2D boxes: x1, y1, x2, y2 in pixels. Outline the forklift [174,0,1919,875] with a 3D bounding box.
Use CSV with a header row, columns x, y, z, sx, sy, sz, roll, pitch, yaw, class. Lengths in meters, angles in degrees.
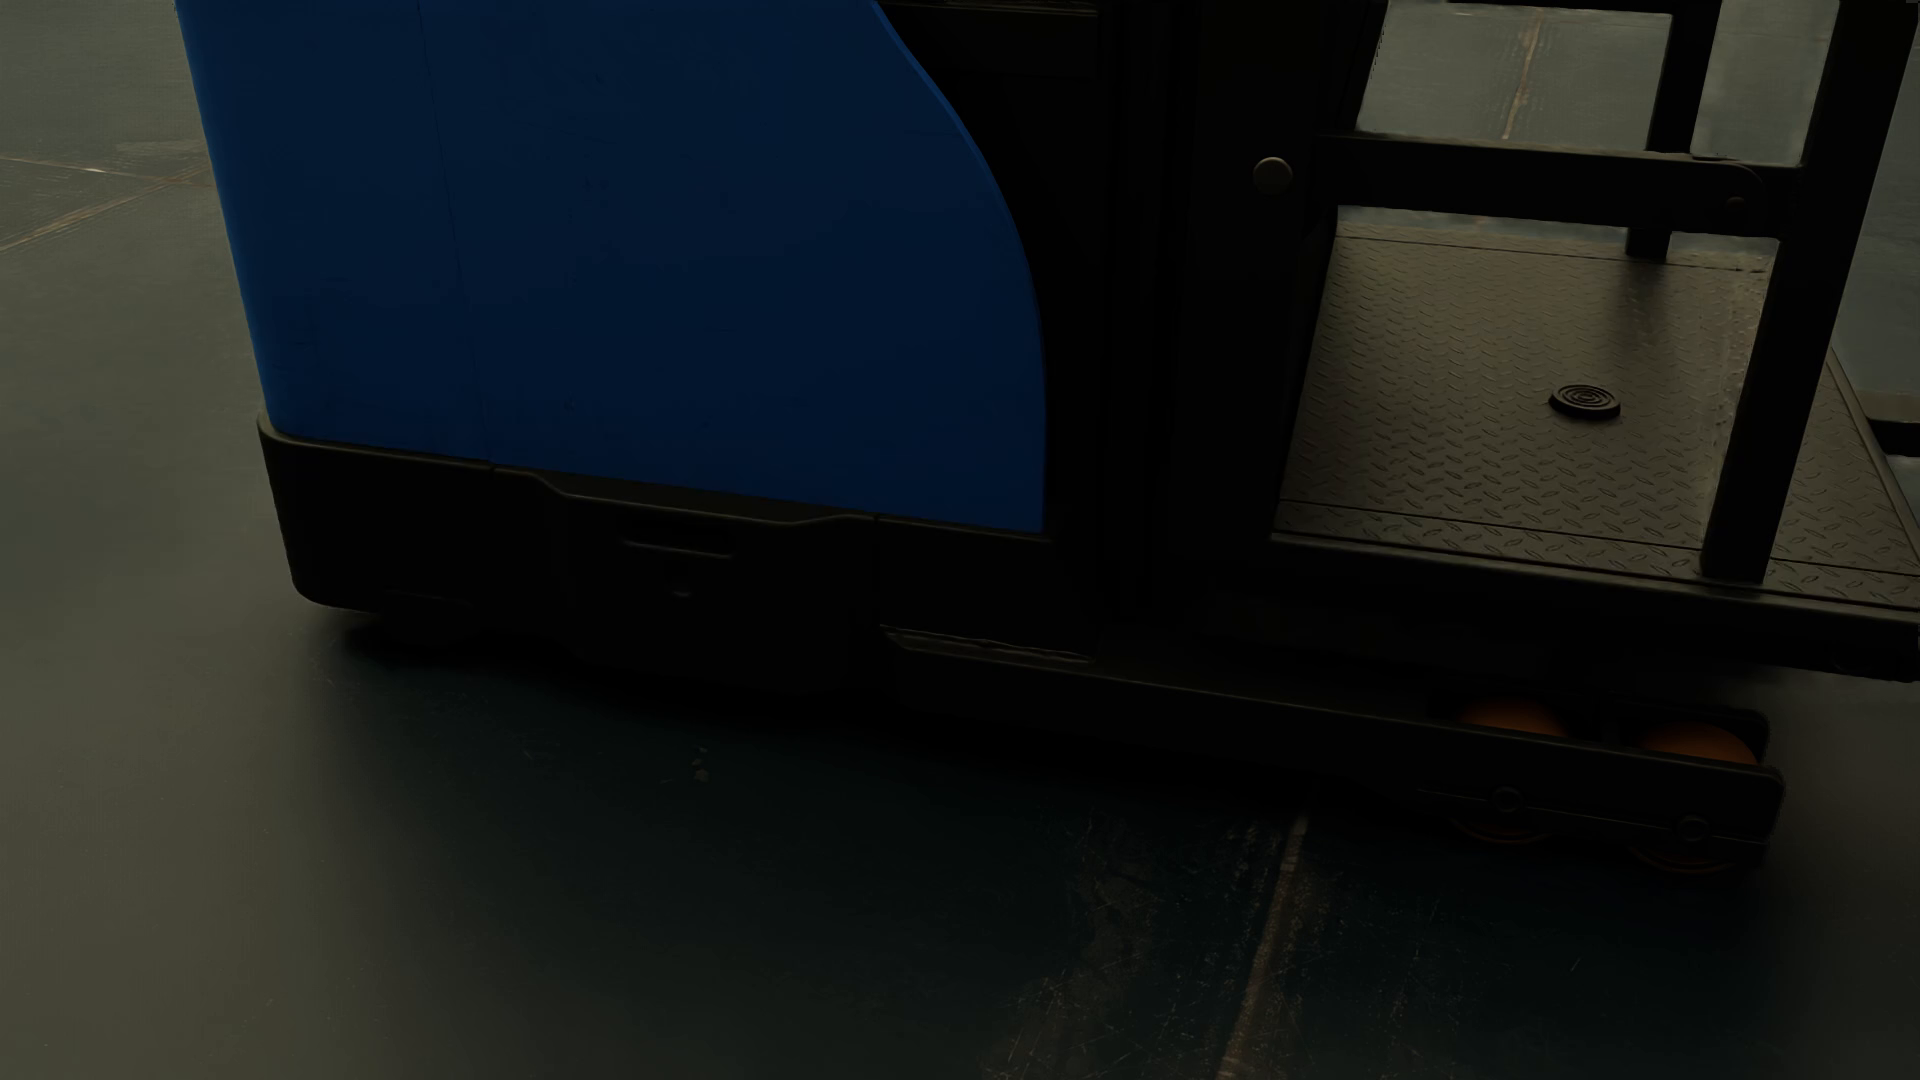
x,y,z,sx,sy,sz,roll,pitch,yaw,class
0.662,-1.196,1.638,3.031,2.935,1.130,7,30,13,forklift
